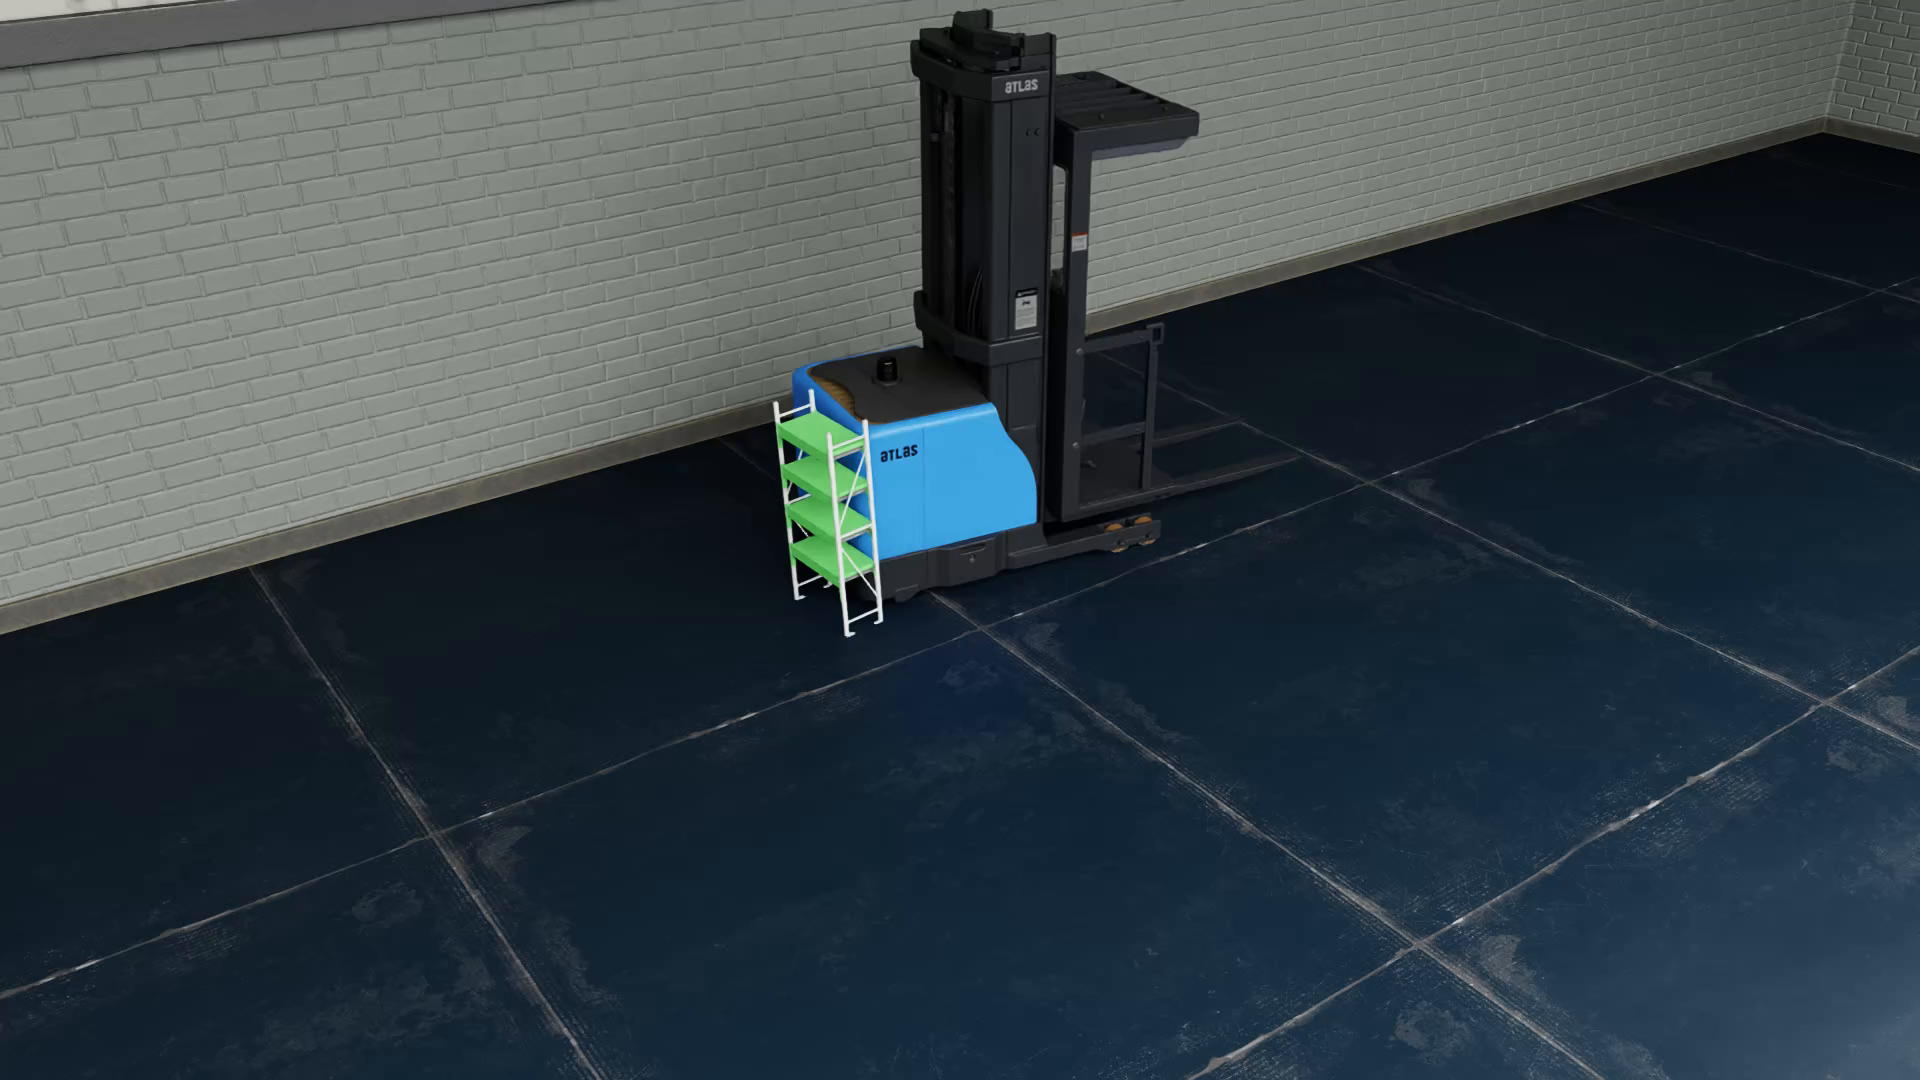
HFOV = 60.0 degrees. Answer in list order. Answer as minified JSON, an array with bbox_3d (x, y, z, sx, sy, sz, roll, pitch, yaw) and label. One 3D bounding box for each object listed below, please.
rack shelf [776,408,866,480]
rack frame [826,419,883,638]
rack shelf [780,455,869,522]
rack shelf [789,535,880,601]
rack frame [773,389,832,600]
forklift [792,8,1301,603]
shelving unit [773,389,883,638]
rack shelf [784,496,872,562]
[{"bbox_3d":[-0.704,-0.495,8.518,0.258,0.148,0.480,-23,36,-31],"label":"rack shelf"},{"bbox_3d":[-0.537,-0.044,8.559,0.240,1.200,0.015,-23,36,-31],"label":"rack frame"},{"bbox_3d":[-0.694,-0.288,8.640,0.258,0.148,0.480,-23,36,-31],"label":"rack shelf"},{"bbox_3d":[-0.673,0.126,8.882,0.258,0.148,0.480,-23,36,-31],"label":"rack shelf"},{"bbox_3d":[-0.836,-0.228,8.898,0.240,1.200,0.015,-23,36,-31],"label":"rack frame"},{"bbox_3d":[0.601,-1.425,9.303,3.031,2.935,1.130,-14,31,-23],"label":"forklift"},{"bbox_3d":[-0.686,-0.136,8.729,0.258,1.200,0.503,-23,36,-31],"label":"shelving unit"},{"bbox_3d":[-0.684,-0.081,8.761,0.258,0.148,0.480,-23,36,-31],"label":"rack shelf"}]
